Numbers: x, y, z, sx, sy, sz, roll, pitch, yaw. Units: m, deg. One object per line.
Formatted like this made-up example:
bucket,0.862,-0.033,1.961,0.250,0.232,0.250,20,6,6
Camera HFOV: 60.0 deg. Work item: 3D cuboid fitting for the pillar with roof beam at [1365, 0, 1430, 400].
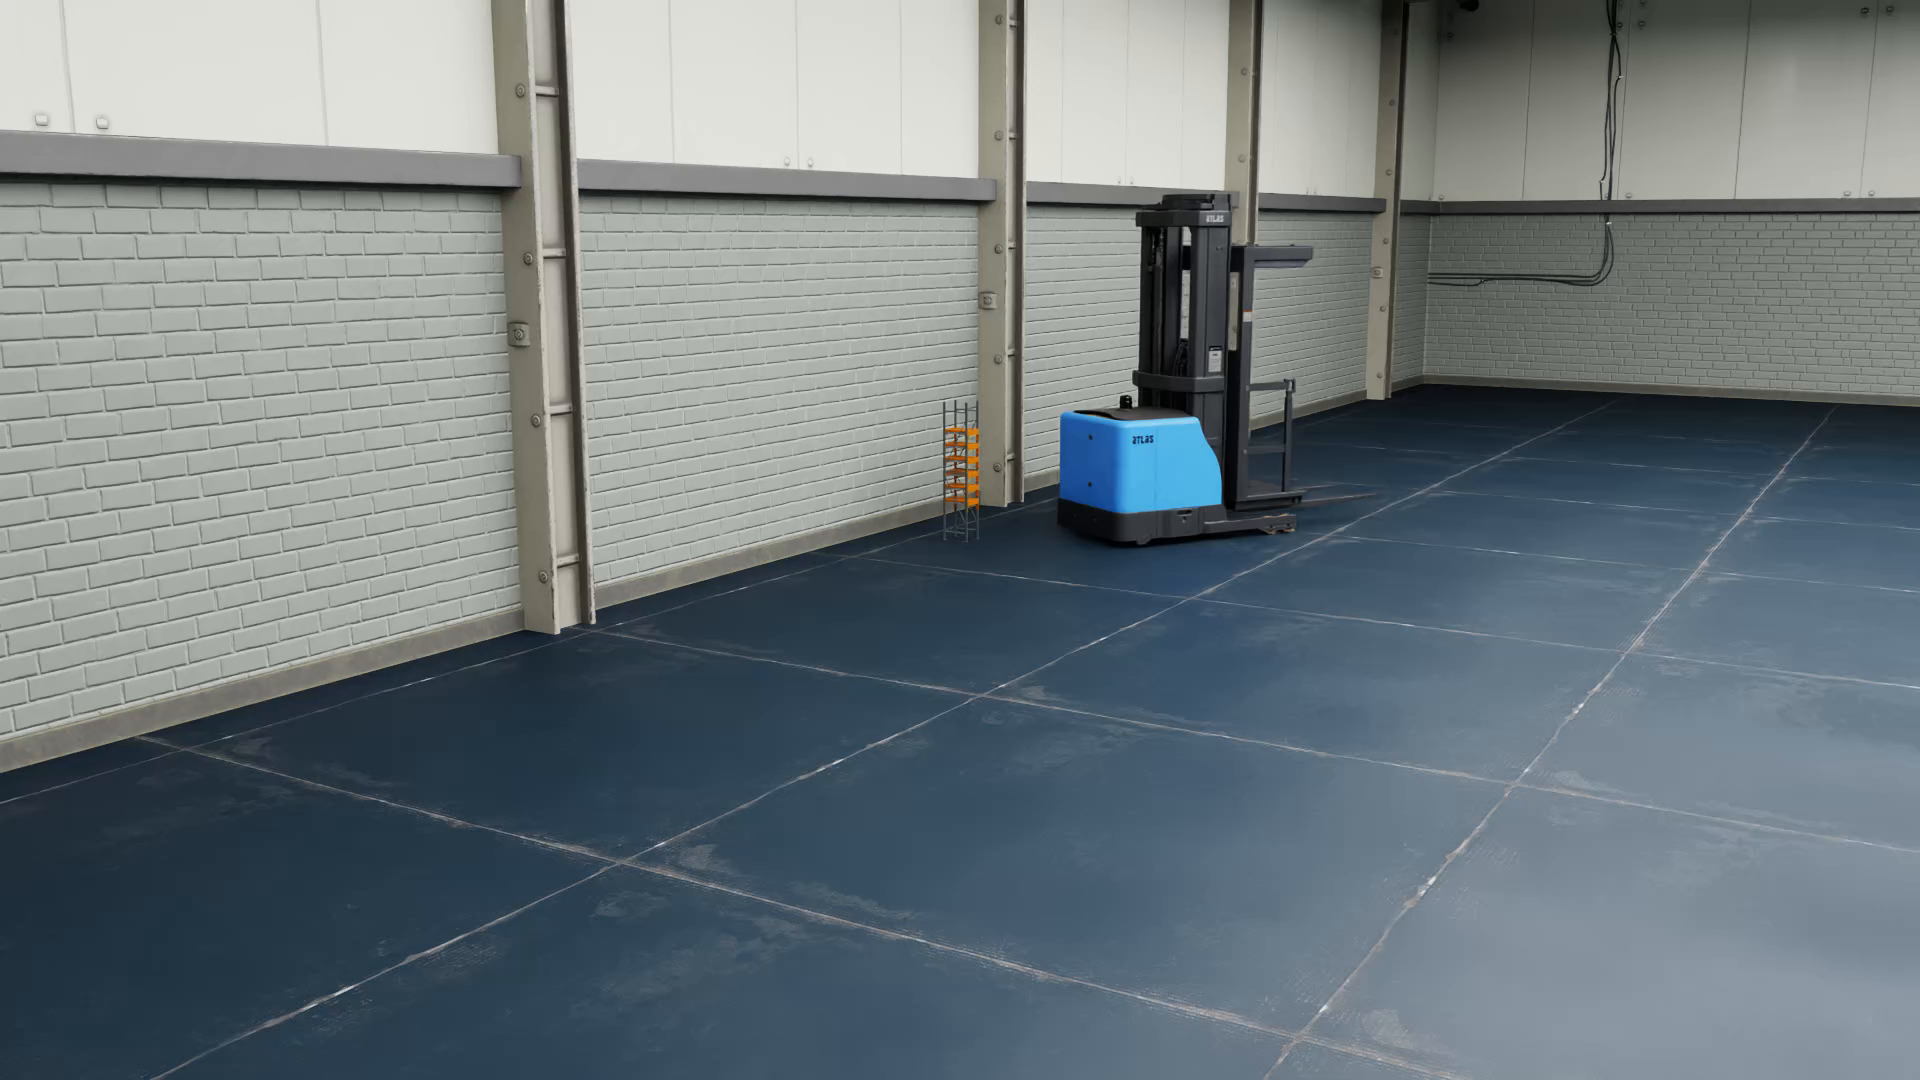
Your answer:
pillar with roof beam,10.309,-6.262,23.363,9.100,9.000,0.548,6,12,31

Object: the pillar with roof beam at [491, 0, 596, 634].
pillar with roof beam,0.964,-3.431,8.241,9.100,9.000,0.400,6,12,31

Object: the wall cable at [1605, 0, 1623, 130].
wall cable,11.602,-7.708,25.800,3.097,2.526,0.112,6,12,31

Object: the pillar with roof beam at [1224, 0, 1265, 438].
pillar with roof beam,7.194,-5.318,18.322,9.100,9.000,0.400,6,12,31

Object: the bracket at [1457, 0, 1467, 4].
bracket,8.073,-8.754,26.891,0.076,0.066,3.189,6,12,31

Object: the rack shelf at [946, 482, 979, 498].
rack shelf,0.008,-0.430,14.301,0.258,0.103,0.180,6,12,31

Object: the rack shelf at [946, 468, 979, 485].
rack shelf,0.008,-0.548,14.279,0.258,0.103,0.180,6,12,31

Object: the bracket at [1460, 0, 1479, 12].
bracket,8.379,-8.847,27.387,0.235,0.232,0.430,6,12,31

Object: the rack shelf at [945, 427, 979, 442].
rack shelf,0.008,-0.902,14.212,0.258,0.103,0.180,6,12,31

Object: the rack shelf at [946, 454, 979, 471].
rack shelf,0.008,-0.666,14.257,0.258,0.103,0.180,6,12,31

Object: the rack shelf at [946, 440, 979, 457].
rack shelf,0.008,-0.784,14.234,0.258,0.103,0.180,6,12,31

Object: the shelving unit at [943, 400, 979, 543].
shelving unit,0.008,-0.592,14.270,0.258,1.200,0.189,6,12,31

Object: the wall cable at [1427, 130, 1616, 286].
wall cable,9.290,-5.484,27.645,3.097,2.526,0.112,6,12,31

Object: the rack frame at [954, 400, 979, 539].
rack frame,0.055,-0.606,14.347,0.240,1.200,0.006,6,12,31

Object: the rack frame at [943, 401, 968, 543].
rack frame,-0.040,-0.578,14.194,0.240,1.200,0.006,6,12,31

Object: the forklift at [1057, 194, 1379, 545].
forklift,2.404,-1.567,14.775,3.031,2.935,1.130,-6,12,-28

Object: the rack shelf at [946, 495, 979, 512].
rack shelf,0.008,-0.312,14.323,0.258,0.103,0.180,6,12,31

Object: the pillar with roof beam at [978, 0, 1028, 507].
pillar with roof beam,4.079,-4.375,13.282,9.100,9.000,0.400,6,12,31
